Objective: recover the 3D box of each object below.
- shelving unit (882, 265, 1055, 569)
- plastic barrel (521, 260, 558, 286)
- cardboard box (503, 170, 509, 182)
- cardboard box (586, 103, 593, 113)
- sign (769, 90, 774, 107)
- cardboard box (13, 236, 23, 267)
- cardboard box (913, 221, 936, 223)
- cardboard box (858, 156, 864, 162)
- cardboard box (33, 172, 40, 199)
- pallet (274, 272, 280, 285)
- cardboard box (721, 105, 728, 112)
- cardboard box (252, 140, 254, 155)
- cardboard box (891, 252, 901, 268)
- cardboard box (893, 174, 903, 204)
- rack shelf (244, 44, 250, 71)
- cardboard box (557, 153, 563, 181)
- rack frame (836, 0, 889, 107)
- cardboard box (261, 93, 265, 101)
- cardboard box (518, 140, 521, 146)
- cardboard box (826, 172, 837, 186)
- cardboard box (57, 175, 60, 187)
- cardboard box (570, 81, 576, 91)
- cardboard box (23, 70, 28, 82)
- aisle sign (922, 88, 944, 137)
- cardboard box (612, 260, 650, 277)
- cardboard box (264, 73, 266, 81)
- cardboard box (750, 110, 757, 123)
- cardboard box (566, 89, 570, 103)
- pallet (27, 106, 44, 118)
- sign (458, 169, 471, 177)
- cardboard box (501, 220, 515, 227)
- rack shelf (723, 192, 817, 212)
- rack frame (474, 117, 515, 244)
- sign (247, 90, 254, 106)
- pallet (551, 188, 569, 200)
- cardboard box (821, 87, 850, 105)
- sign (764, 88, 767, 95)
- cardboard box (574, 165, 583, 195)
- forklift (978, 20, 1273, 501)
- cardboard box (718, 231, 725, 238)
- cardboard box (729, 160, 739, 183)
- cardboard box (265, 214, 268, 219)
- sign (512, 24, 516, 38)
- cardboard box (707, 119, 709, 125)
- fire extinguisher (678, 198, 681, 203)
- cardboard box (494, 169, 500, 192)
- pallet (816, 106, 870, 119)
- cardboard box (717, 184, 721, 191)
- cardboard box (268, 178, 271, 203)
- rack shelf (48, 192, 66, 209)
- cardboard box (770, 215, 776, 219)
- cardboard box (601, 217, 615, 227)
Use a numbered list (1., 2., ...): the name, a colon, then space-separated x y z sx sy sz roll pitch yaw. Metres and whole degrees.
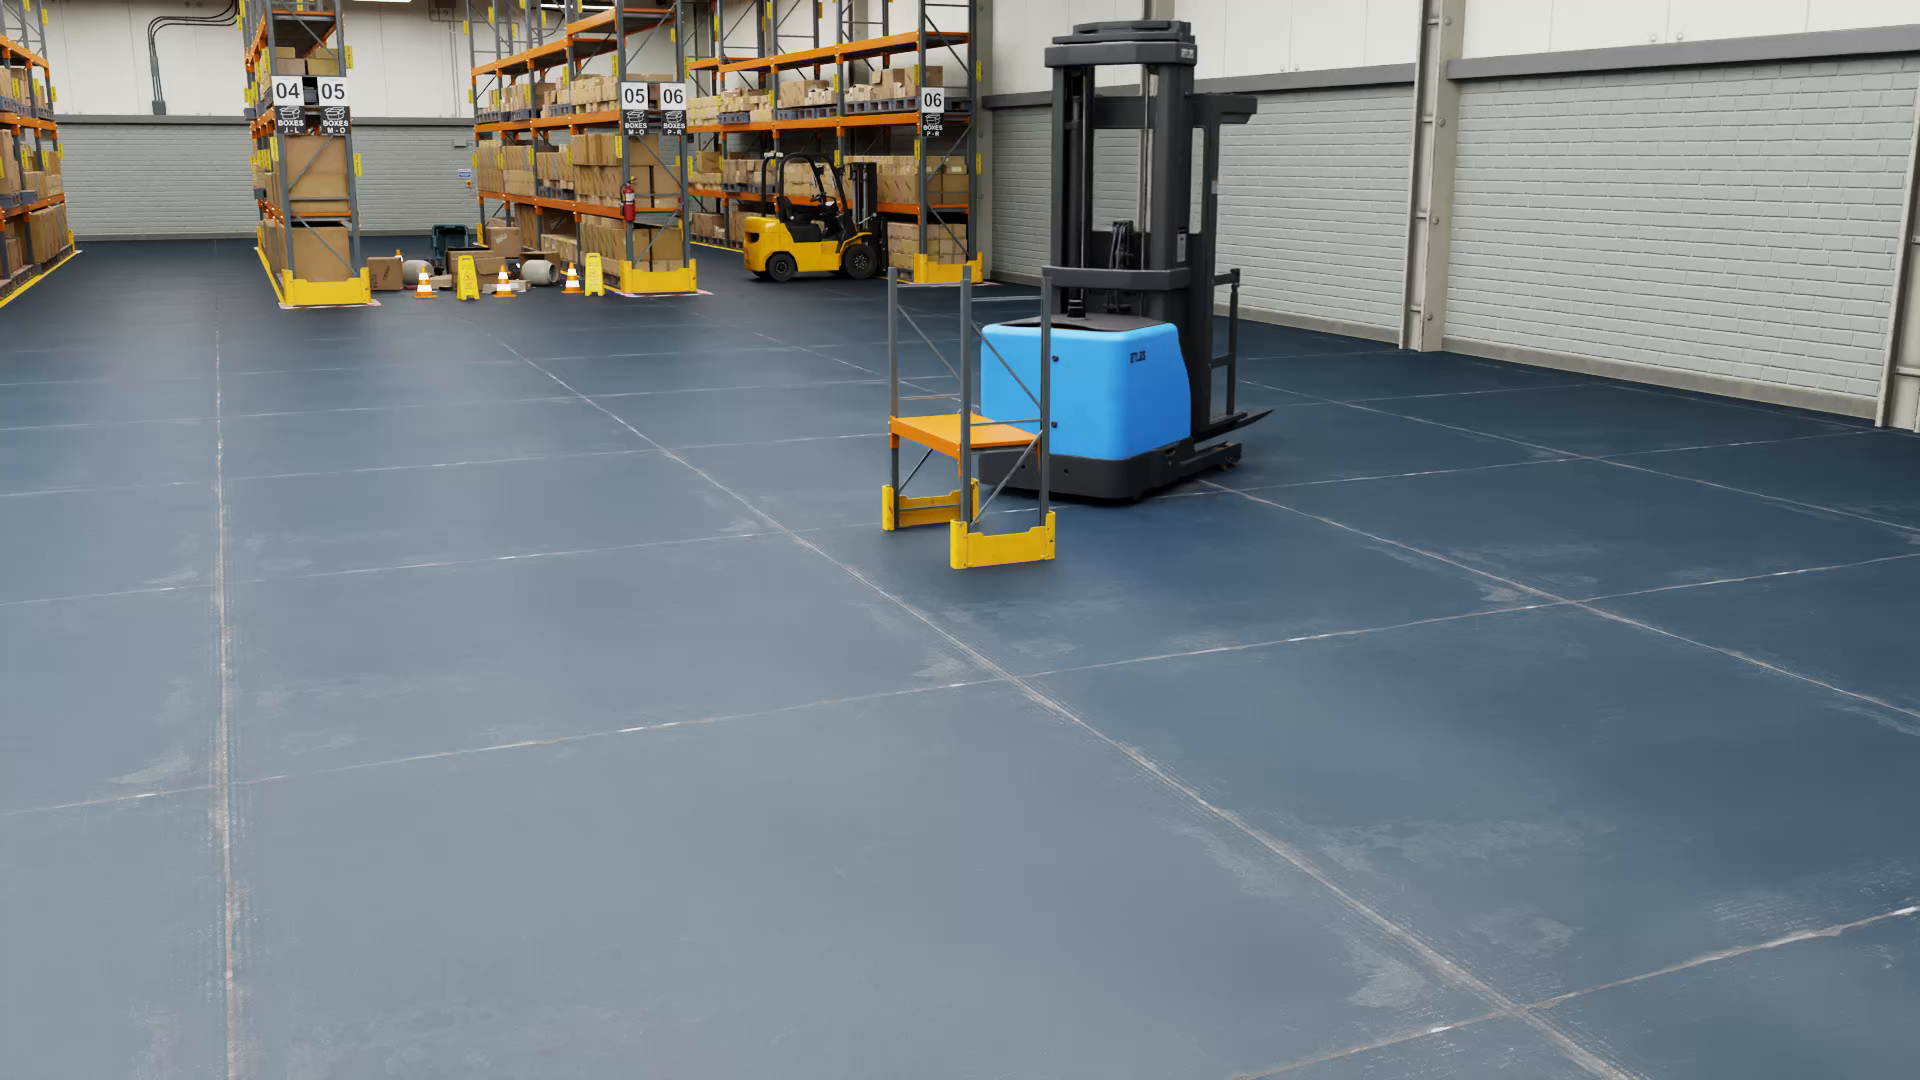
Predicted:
1. shelving unit: 0.031 -0.715 9.133 0.587 1.500 1.083 -6 14 -23
2. plastic barrel: -6.967 -4.431 27.575 0.512 0.421 0.421 4 14 16
3. cardboard box: -9.642 -7.929 36.201 0.500 0.250 0.500 -6 14 -25
4. cardboard box: -6.019 -7.200 27.733 0.380 0.149 0.250 -6 14 -24
5. sign: -3.909 -9.162 34.506 0.100 0.325 0.005 -6 14 -23
6. cardboard box: -16.751 -5.013 28.947 0.700 0.500 0.500 -6 15 -26
7. cardboard box: -0.619 -5.521 29.520 0.500 0.250 0.500 -6 14 -23
8. cardboard box: -1.646 -6.928 30.332 0.380 0.149 0.250 -5 14 -22
9. cardboard box: -17.598 -6.643 31.196 0.500 0.500 0.500 -6 14 -23
10. pallet: -11.228 -4.548 28.554 1.003 0.211 1.213 -6 14 -23
11. cardboard box: -5.186 -9.762 37.649 0.380 0.149 0.250 -5 14 -22
12. cardboard box: -15.324 -8.584 36.709 0.500 0.500 0.500 -6 14 -24
13. cardboard box: -0.874 -4.882 28.978 0.500 0.250 0.500 -6 14 -23
14. cardboard box: -0.843 -6.080 28.764 0.500 0.500 0.500 -5 14 -21
15. rack shelf: -14.856 -10.391 35.911 1.077 0.370 4.000 -6 14 -23
16. cardboard box: -7.151 -6.905 30.738 0.500 0.500 0.500 -5 14 -21
17. rack frame: -1.808 -9.594 30.866 1.000 3.000 0.127 -6 14 -23
18. cardboard box: -12.163 -7.949 29.591 0.500 0.250 0.500 -5 14 -21
19. cardboard box: -9.981 -8.826 36.974 0.380 0.149 0.250 -5 14 -22
20. cardboard box: -2.239 -6.920 31.841 0.500 0.250 0.500 -6 14 -24
21. cardboard box: -19.602 -7.697 35.648 0.500 0.250 0.500 -6 14 -24
22. cardboard box: -6.528 -7.855 28.793 0.380 0.149 0.250 -6 14 -24
23. cardboard box: -19.442 -9.517 34.147 0.500 0.250 0.500 -6 14 -25
24. aisle sign: -0.449 -7.071 27.505 0.394 0.787 0.004 -6 14 -23
25. cardboard box: -5.333 -4.408 26.932 0.500 0.250 0.500 -6 14 -23
26. cardboard box: -10.301 -7.102 25.269 0.500 0.250 0.500 -5 14 -22
27. cardboard box: -4.241 -9.177 36.050 0.500 0.250 0.500 -6 14 -23
28. cardboard box: -6.722 -7.923 29.698 0.500 0.250 0.500 -6 14 -24
29. pallet: -18.958 -8.568 33.282 1.003 0.211 1.213 -6 14 -23
30. sign: -13.511 -10.004 45.343 0.327 0.218 0.001 -6 14 -23
31. cardboard box: -10.072 -7.156 38.386 0.875 0.438 0.875 -6 14 -25
32. rack shelf: -4.212 -7.560 36.979 1.077 0.370 4.000 -6 14 -23
33. rack frame: -11.162 -8.701 40.314 1.000 3.000 0.127 -6 14 -23
34. sign: -14.549 -9.070 34.106 0.100 0.325 0.005 -6 14 -23
35. pallet: -7.127 -6.550 31.443 1.003 0.211 1.213 -6 14 -23
36. cardboard box: -2.322 -8.470 31.706 0.500 0.311 0.500 -6 14 -25
37. sign: -4.506 -10.280 38.462 0.100 0.325 0.005 -6 14 -23
38. cardboard box: -6.434 -6.300 29.055 0.500 0.500 0.500 -6 14 -23
39. forklift: 1.312 -1.953 11.307 1.130 2.935 3.031 8 15 30
40. cardboard box: -5.505 -7.228 39.340 0.380 0.149 0.250 -6 14 -25
41. cardboard box: -4.817 -8.350 37.644 0.700 0.500 0.500 -5 14 -22
42. cardboard box: -13.585 -6.367 33.177 0.500 0.250 0.500 -5 14 -21
43. sign: -10.659 -12.164 39.722 0.100 0.325 0.005 -6 14 -23
44. cardboard box: -5.797 -9.927 39.513 0.380 0.149 0.250 -5 14 -21
45. fire extinguisher: -7.098 -8.920 42.256 0.296 0.674 0.183 -6 14 -23
46. cardboard box: -10.191 -8.102 37.503 0.500 0.500 0.500 -6 14 -24
47. pallet: -2.174 -8.221 32.008 0.805 0.209 1.217 -6 14 -25
48. cardboard box: -5.496 -8.297 39.122 0.380 0.149 0.250 -5 14 -21
49. cardboard box: -11.709 -6.095 28.832 0.500 0.500 0.500 -5 14 -22
50. rack shelf: -19.441 -7.043 34.742 1.077 0.370 4.000 -6 14 -23
51. cardboard box: -3.841 -6.880 35.616 0.380 0.149 0.250 -6 14 -26
52. cardboard box: -5.723 -5.261 27.513 0.380 0.149 0.250 -5 14 -21
